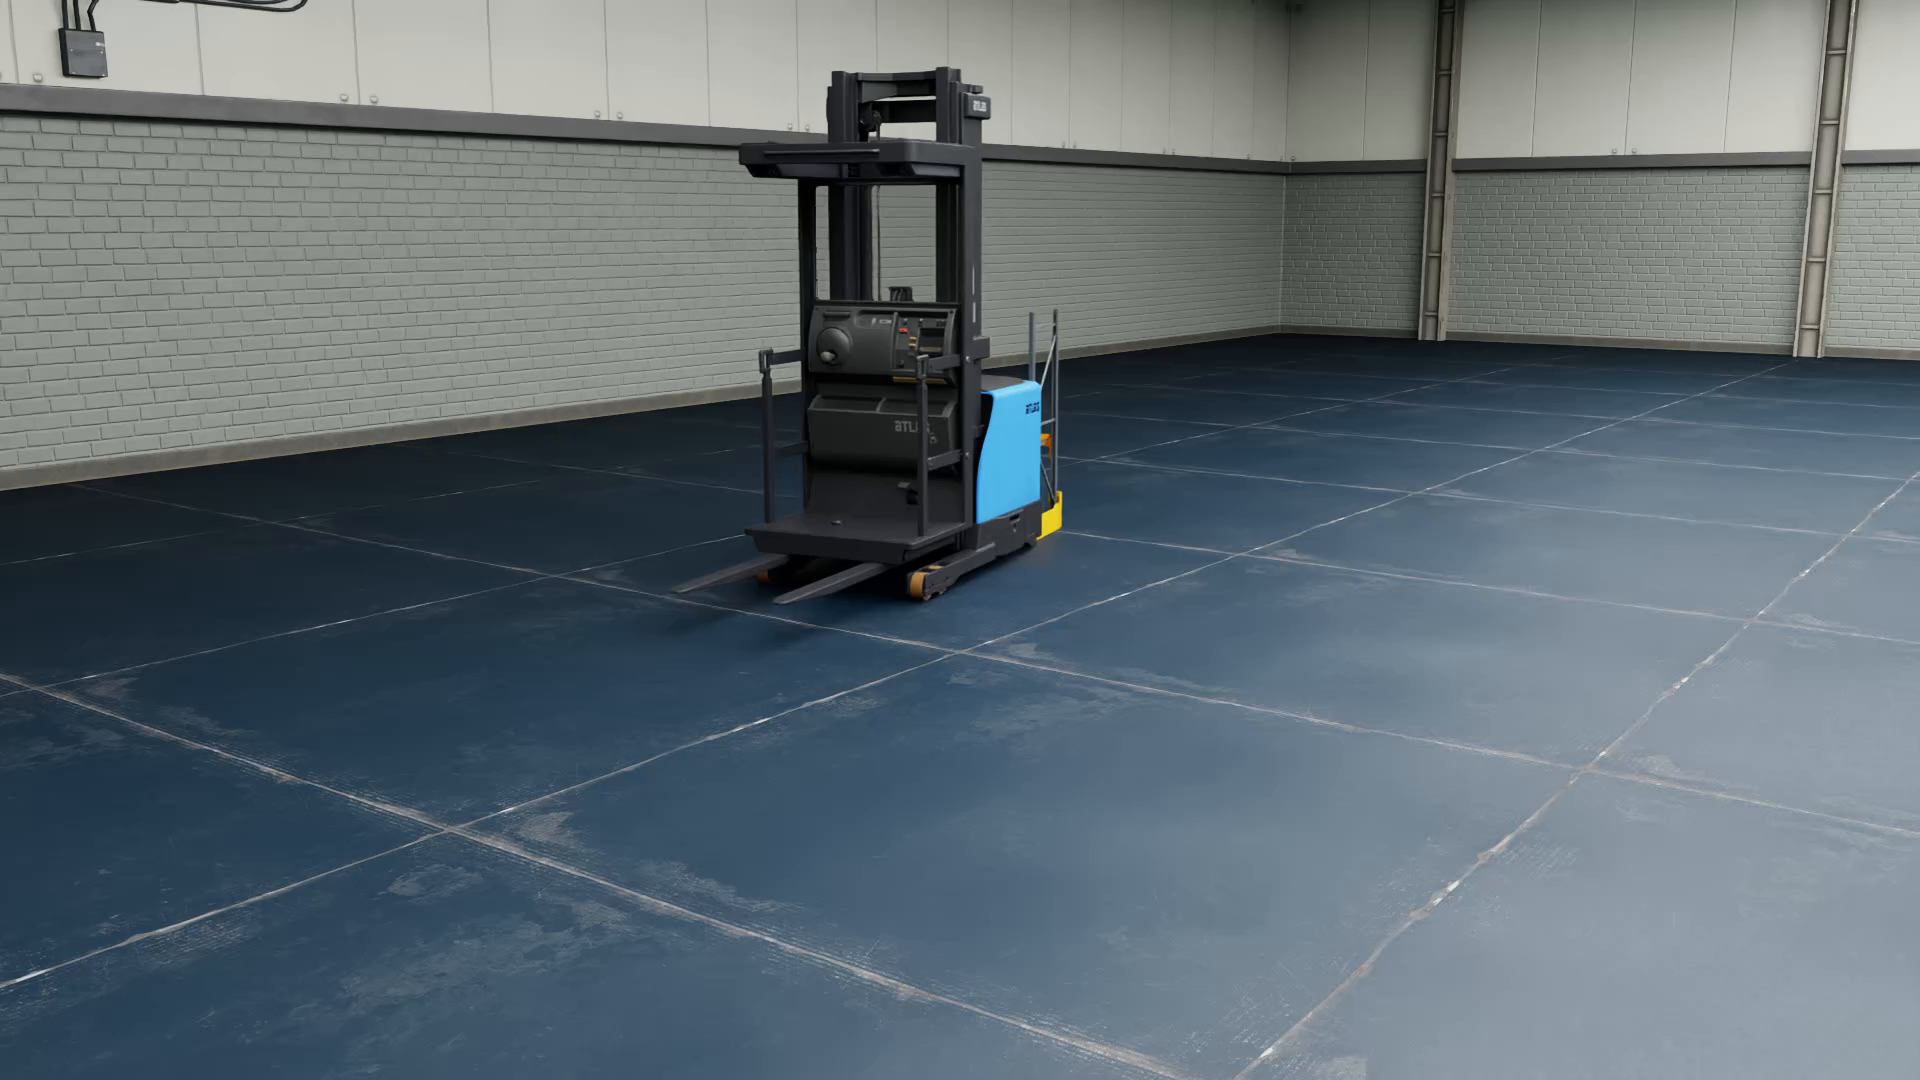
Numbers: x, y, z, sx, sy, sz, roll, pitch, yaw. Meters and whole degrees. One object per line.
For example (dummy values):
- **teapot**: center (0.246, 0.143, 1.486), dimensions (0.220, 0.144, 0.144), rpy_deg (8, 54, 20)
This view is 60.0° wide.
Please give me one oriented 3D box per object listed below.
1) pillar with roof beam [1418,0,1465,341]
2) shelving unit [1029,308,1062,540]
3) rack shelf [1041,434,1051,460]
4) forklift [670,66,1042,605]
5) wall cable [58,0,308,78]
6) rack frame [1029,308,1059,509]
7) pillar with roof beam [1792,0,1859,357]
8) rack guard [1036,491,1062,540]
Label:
- **pillar with roof beam**: center (5.743, -7.277, 24.953), dimensions (0.400, 9.000, 9.100), rpy_deg (8, 13, 36)
- **shelving unit**: center (0.095, -0.812, 11.276), dimensions (1.083, 1.500, 0.587), rpy_deg (5, 12, 22)
- **rack shelf**: center (0.086, -0.636, 11.313), dimensions (1.000, 0.185, 0.538), rpy_deg (5, 12, 22)
- **forklift**: center (-0.545, -1.193, 9.479), dimensions (1.130, 2.935, 3.031), rpy_deg (5, 12, 24)
- **wall cable**: center (-6.314, -6.769, 13.372), dimensions (0.169, 6.003, 2.305), rpy_deg (8, 13, 36)
- **rack frame**: center (0.555, -0.775, 11.087), dimensions (0.032, 1.500, 0.500), rpy_deg (5, 12, 22)
- **pillar with roof beam**: center (10.579, -6.603, 21.467), dimensions (0.400, 9.000, 9.100), rpy_deg (8, 13, 36)
- **rack guard**: center (0.554, -0.161, 11.206), dimensions (0.087, 0.250, 0.587), rpy_deg (5, 12, 22)
